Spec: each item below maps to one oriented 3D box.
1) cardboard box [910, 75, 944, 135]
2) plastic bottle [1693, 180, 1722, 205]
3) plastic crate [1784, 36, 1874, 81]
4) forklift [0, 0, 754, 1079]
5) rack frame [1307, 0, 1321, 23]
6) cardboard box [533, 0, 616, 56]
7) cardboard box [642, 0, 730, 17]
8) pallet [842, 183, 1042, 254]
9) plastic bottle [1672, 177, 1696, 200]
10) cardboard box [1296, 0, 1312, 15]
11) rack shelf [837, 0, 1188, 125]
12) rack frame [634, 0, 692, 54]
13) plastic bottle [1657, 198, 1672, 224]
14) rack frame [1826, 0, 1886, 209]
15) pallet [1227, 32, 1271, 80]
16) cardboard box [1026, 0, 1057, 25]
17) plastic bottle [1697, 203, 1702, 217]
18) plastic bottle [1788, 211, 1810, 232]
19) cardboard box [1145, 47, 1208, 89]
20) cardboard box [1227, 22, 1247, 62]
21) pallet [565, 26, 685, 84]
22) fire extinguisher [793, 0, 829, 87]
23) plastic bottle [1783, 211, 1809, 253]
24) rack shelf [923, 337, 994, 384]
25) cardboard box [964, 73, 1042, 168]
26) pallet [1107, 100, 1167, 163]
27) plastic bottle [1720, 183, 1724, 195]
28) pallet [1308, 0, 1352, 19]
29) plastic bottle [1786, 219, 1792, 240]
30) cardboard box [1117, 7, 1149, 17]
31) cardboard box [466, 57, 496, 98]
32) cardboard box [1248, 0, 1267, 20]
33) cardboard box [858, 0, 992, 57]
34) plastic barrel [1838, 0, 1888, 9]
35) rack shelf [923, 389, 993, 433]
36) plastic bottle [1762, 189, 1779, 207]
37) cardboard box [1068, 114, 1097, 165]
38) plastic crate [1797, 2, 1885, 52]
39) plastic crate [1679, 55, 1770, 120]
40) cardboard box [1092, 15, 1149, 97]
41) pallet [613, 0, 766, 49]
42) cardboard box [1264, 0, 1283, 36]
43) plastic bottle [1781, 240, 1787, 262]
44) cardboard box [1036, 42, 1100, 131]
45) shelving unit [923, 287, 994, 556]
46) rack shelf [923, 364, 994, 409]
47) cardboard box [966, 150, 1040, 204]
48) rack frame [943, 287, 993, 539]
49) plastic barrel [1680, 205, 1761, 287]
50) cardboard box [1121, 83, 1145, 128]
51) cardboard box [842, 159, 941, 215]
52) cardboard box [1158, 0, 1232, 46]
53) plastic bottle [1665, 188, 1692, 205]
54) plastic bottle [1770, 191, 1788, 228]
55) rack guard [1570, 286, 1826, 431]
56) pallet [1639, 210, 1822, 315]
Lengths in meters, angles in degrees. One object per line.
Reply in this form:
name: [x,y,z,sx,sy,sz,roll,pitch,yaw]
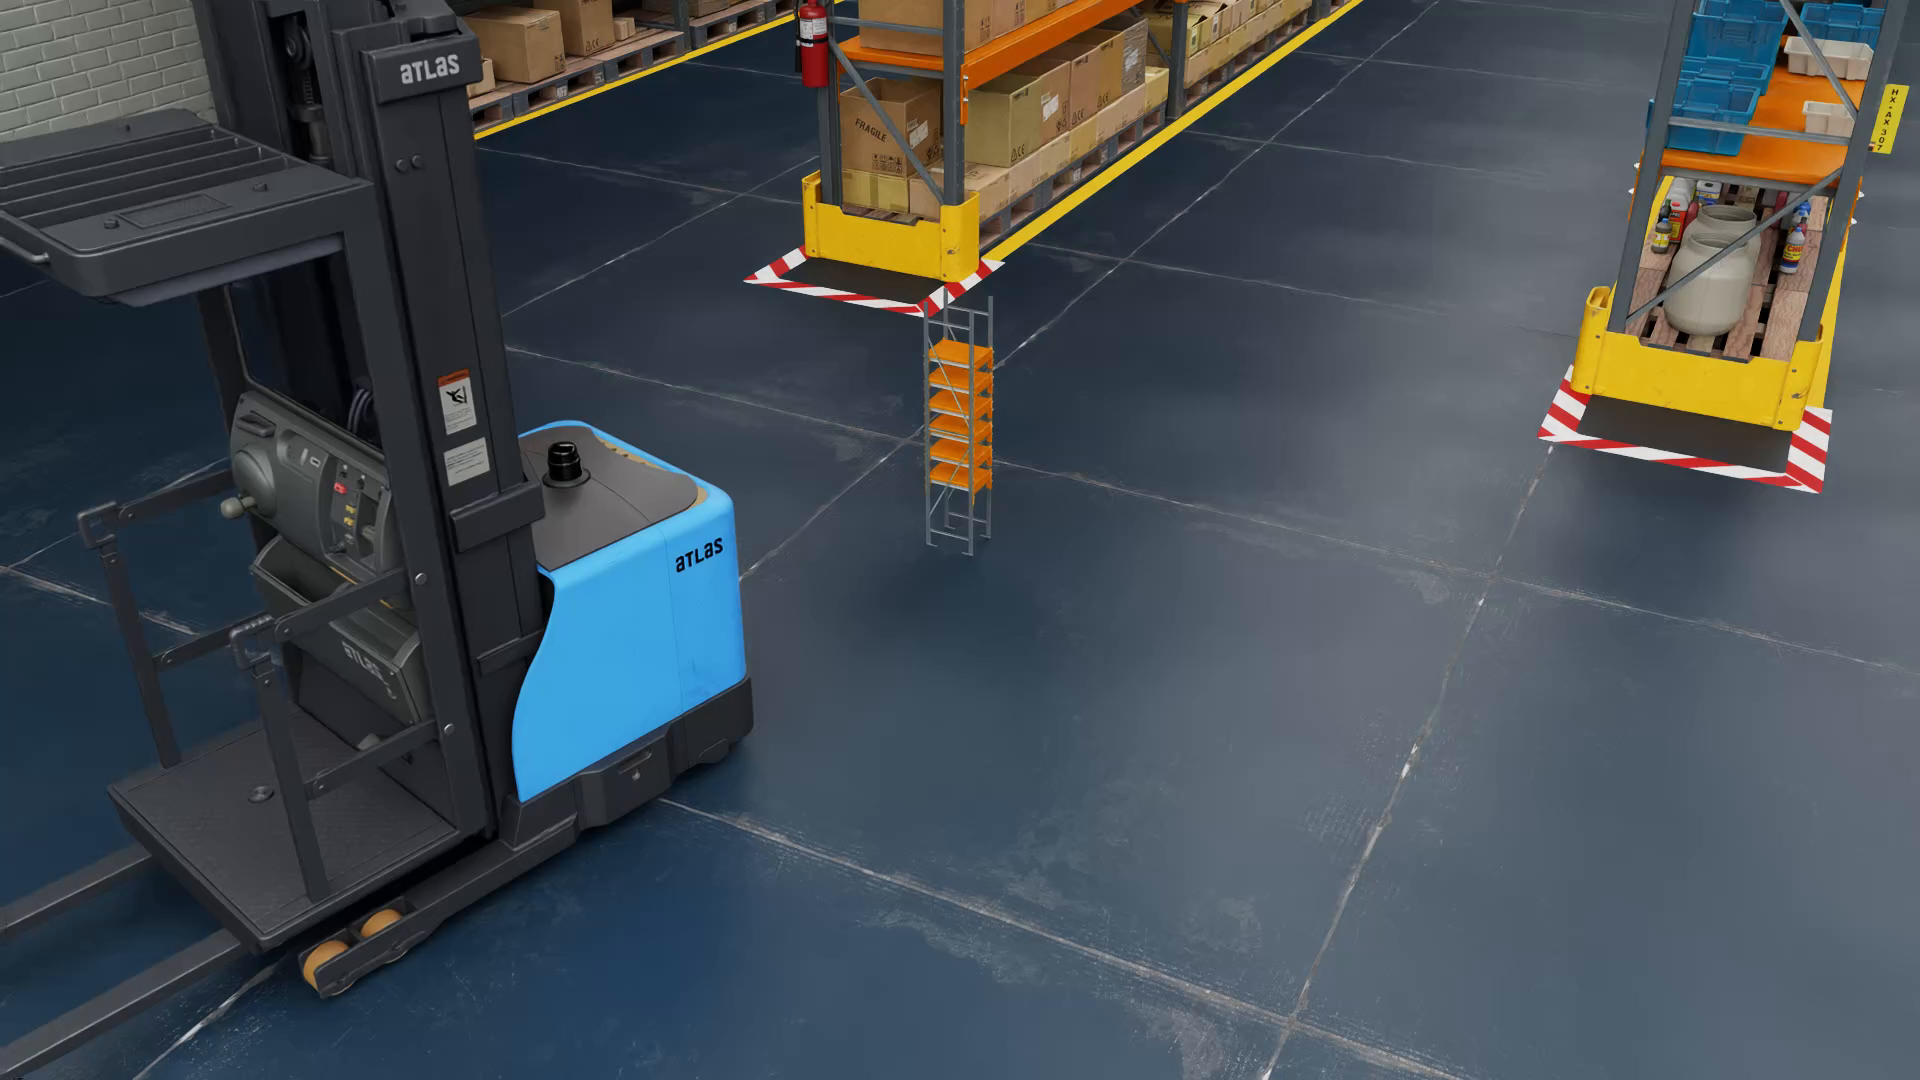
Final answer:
cardboard box: [-0.021,-3.219,11.929,0.500,0.500,0.500,14,33,23]
plastic bottle: [4.914,-2.251,10.951,0.152,0.276,0.135,14,33,23]
plastic crate: [5.273,-2.908,10.067,0.530,0.136,0.437,14,33,23]
forklift: [-2.155,-0.123,5.021,1.130,2.935,3.031,25,38,36]
rack frame: [3.201,-6.698,16.403,1.000,3.000,0.127,14,33,23]
cardboard box: [-3.469,-4.685,14.965,0.500,0.500,0.500,12,32,20]
cardboard box: [-2.712,-5.484,16.356,0.700,0.500,0.500,15,33,25]
pallet: [-0.132,-2.291,11.528,1.003,0.211,1.213,14,33,23]
plastic bottle: [4.770,-2.306,10.972,0.144,0.351,0.185,14,33,23]
cardboard box: [3.179,-5.400,16.480,0.500,0.250,0.500,15,33,24]
rack shelf: [0.468,-3.727,11.950,1.077,0.370,4.000,14,33,23]
rack frame: [-3.032,-6.047,15.269,1.000,3.000,0.127,14,33,23]
plastic bottle: [4.448,-2.009,10.522,0.061,0.283,0.133,15,33,24]
rack frame: [5.787,-3.800,11.355,1.000,3.000,0.127,14,33,23]
pallet: [2.235,-4.594,15.538,1.003,0.211,1.213,14,33,23]
cardboard box: [0.247,-3.852,11.345,0.700,0.500,0.500,15,33,24]
plastic bottle: [4.733,-2.065,10.701,0.097,0.201,0.097,0,30,0]
plastic bottle: [5.409,-2.068,10.708,0.097,0.201,0.097,0,30,0]
cardboard box: [1.784,-4.038,14.108,0.500,0.250,0.500,13,33,22]
cardboard box: [2.251,-4.494,14.903,0.500,0.250,0.500,13,32,22]
pallet: [-3.307,-4.532,15.431,1.003,0.211,1.213,14,33,23]
fire extinguisher: [-0.910,-3.171,10.338,0.296,0.674,0.183,14,33,23]
plastic bottle: [5.224,-1.919,10.378,0.097,0.271,0.097,0,30,0]
rack shelf: [-0.007,-0.788,7.283,0.258,0.103,0.180,14,33,23]
cardboard box: [0.225,-2.876,11.333,0.500,0.500,0.500,14,33,23]
pallet: [0.980,-3.373,13.412,1.003,0.211,1.213,14,33,23]
plastic bottle: [5.178,-2.546,11.389,0.144,0.351,0.185,14,33,23]
pallet: [3.575,-5.812,17.658,1.003,0.211,1.213,14,33,23]
plastic bottle: [5.315,-1.977,10.549,0.097,0.201,0.097,0,30,0]
cardboard box: [1.309,-4.403,14.181,0.500,0.311,0.500,14,33,23]
cardboard box: [-4.199,-3.838,13.679,0.500,0.311,0.500,17,34,27]
cardboard box: [2.488,-4.967,15.163,0.500,0.311,0.500,15,33,25]
cardboard box: [-0.219,-3.399,10.557,0.700,0.500,0.500,14,33,23]
plastic barrel: [6.233,-4.120,11.409,0.600,0.901,0.708,14,33,23]
rack shelf: [-0.007,-0.579,7.402,0.258,0.103,0.180,14,33,23]
plastic bottle: [5.520,-2.396,11.204,0.152,0.276,0.135,14,33,23]
cardboard box: [0.684,-2.994,12.290,0.500,0.250,0.500,14,33,23]
plastic crate: [5.525,-3.183,10.430,0.499,0.251,0.616,14,33,23]
plastic crate: [4.227,-2.538,9.308,0.499,0.251,0.408,14,33,23]
cardboard box: [1.124,-3.766,12.882,0.500,0.500,0.500,14,33,23]
pallet: [-2.679,-5.184,16.565,1.003,0.211,1.213,14,33,23]
cardboard box: [2.716,-4.948,15.694,0.500,0.250,0.500,15,33,24]
plastic bottle: [5.115,-1.783,10.211,0.097,0.201,0.097,0,30,0]
cardboard box: [0.685,-3.319,12.103,0.500,0.500,0.500,14,33,23]
shelving unit: [-0.007,-0.514,7.440,0.258,1.200,0.189,14,33,23]
rack shelf: [-0.007,-0.683,7.343,0.258,0.103,0.180,14,33,23]
cardboard box: [0.224,-2.551,11.520,0.500,0.250,0.500,14,33,23]
rack frame: [0.035,-0.554,7.511,0.240,1.200,0.006,14,33,23]
plastic barrel: [4.425,-1.661,9.707,0.421,0.512,0.421,0,30,0]
cardboard box: [1.126,-3.440,13.068,0.500,0.250,0.500,14,33,23]
cardboard box: [-0.462,-2.446,11.338,0.500,0.250,0.500,14,33,23]
cardboard box: [2.022,-4.506,14.360,0.500,0.311,0.500,14,33,23]
plastic bottle: [4.614,-2.117,10.718,0.152,0.276,0.135,13,32,22]
plastic bottle: [5.343,-2.186,10.831,0.061,0.283,0.133,14,33,23]
rack guard: [3.958,-0.987,8.967,1.175,0.500,0.348,14,33,23]
pallet: [4.889,-1.759,10.602,1.003,0.211,1.213,14,33,23]
